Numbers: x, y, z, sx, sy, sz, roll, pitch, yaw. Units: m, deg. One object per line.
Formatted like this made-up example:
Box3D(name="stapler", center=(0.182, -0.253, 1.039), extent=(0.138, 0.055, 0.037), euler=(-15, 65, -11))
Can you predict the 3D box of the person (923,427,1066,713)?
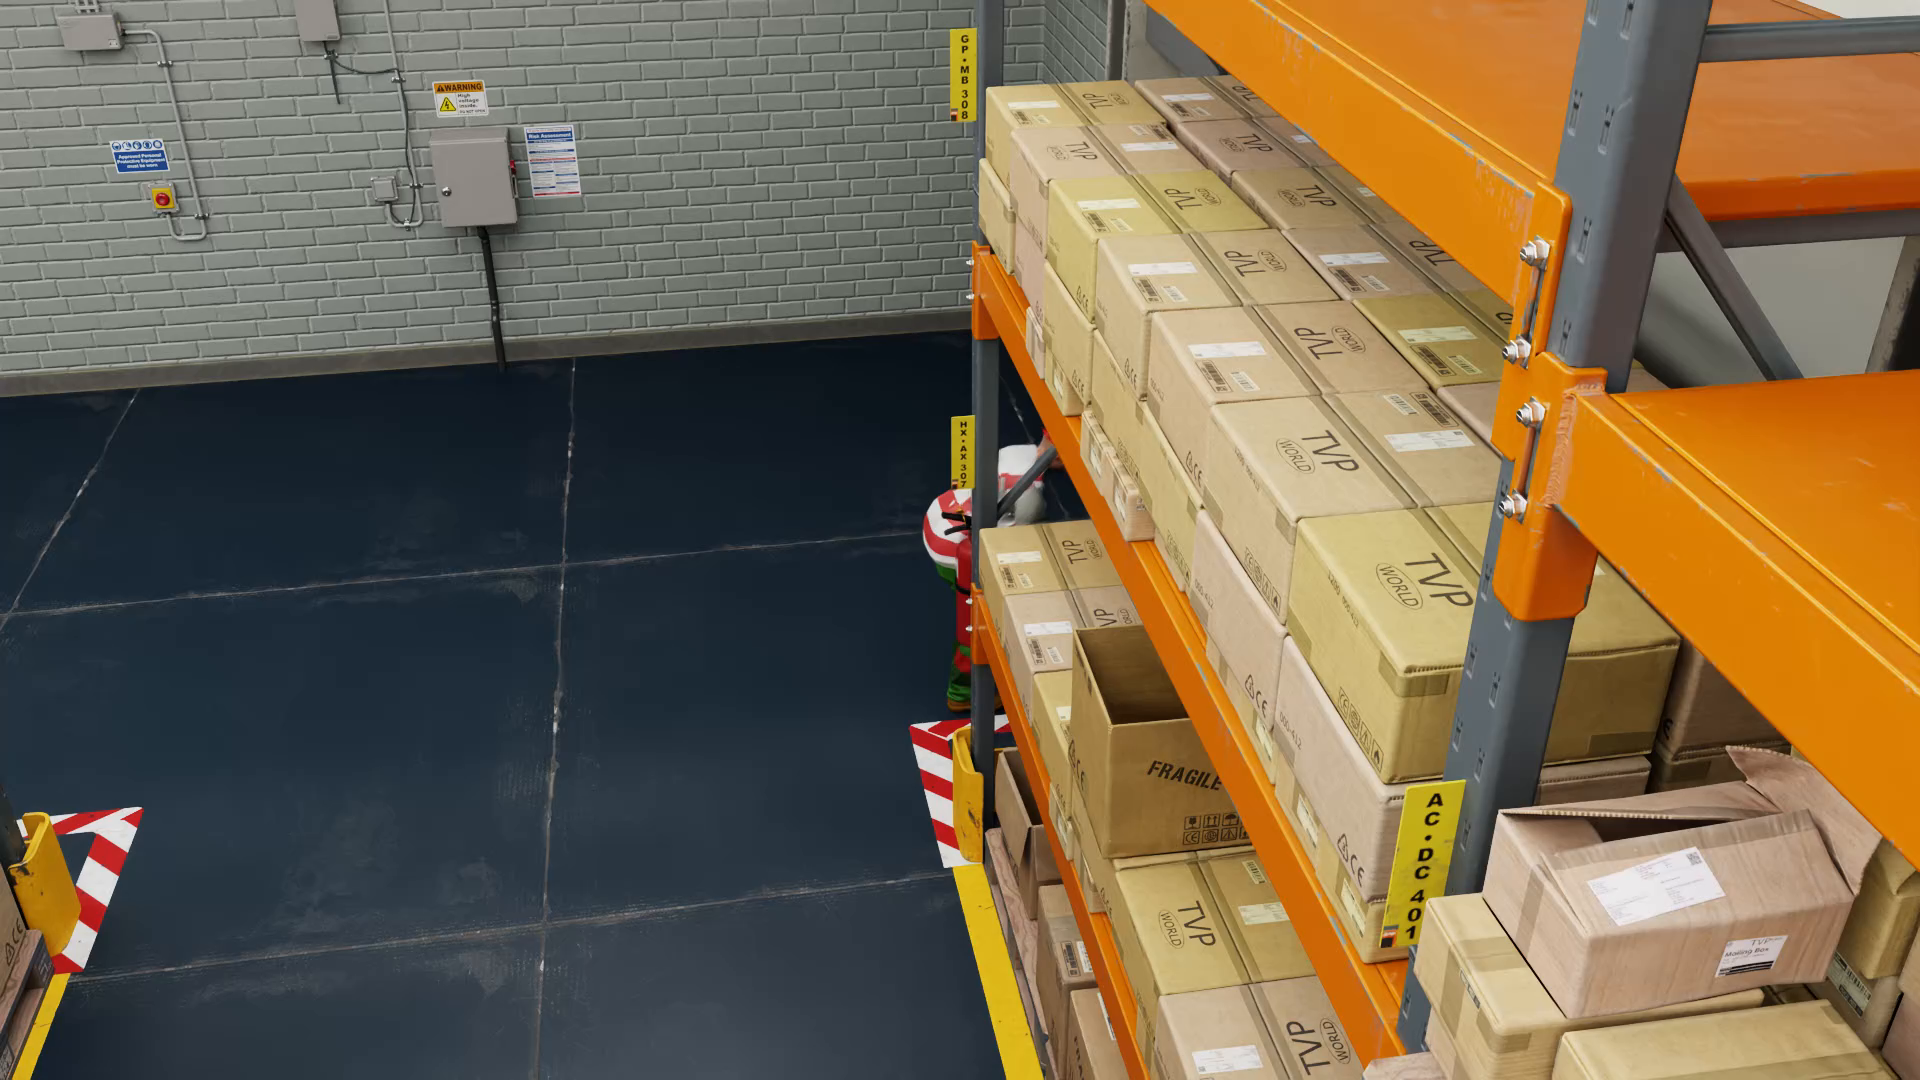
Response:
Box3D(name="person", center=(0.233, 0.106, 8.189), extent=(0.822, 1.528, 0.493), euler=(-5, 31, -8))
